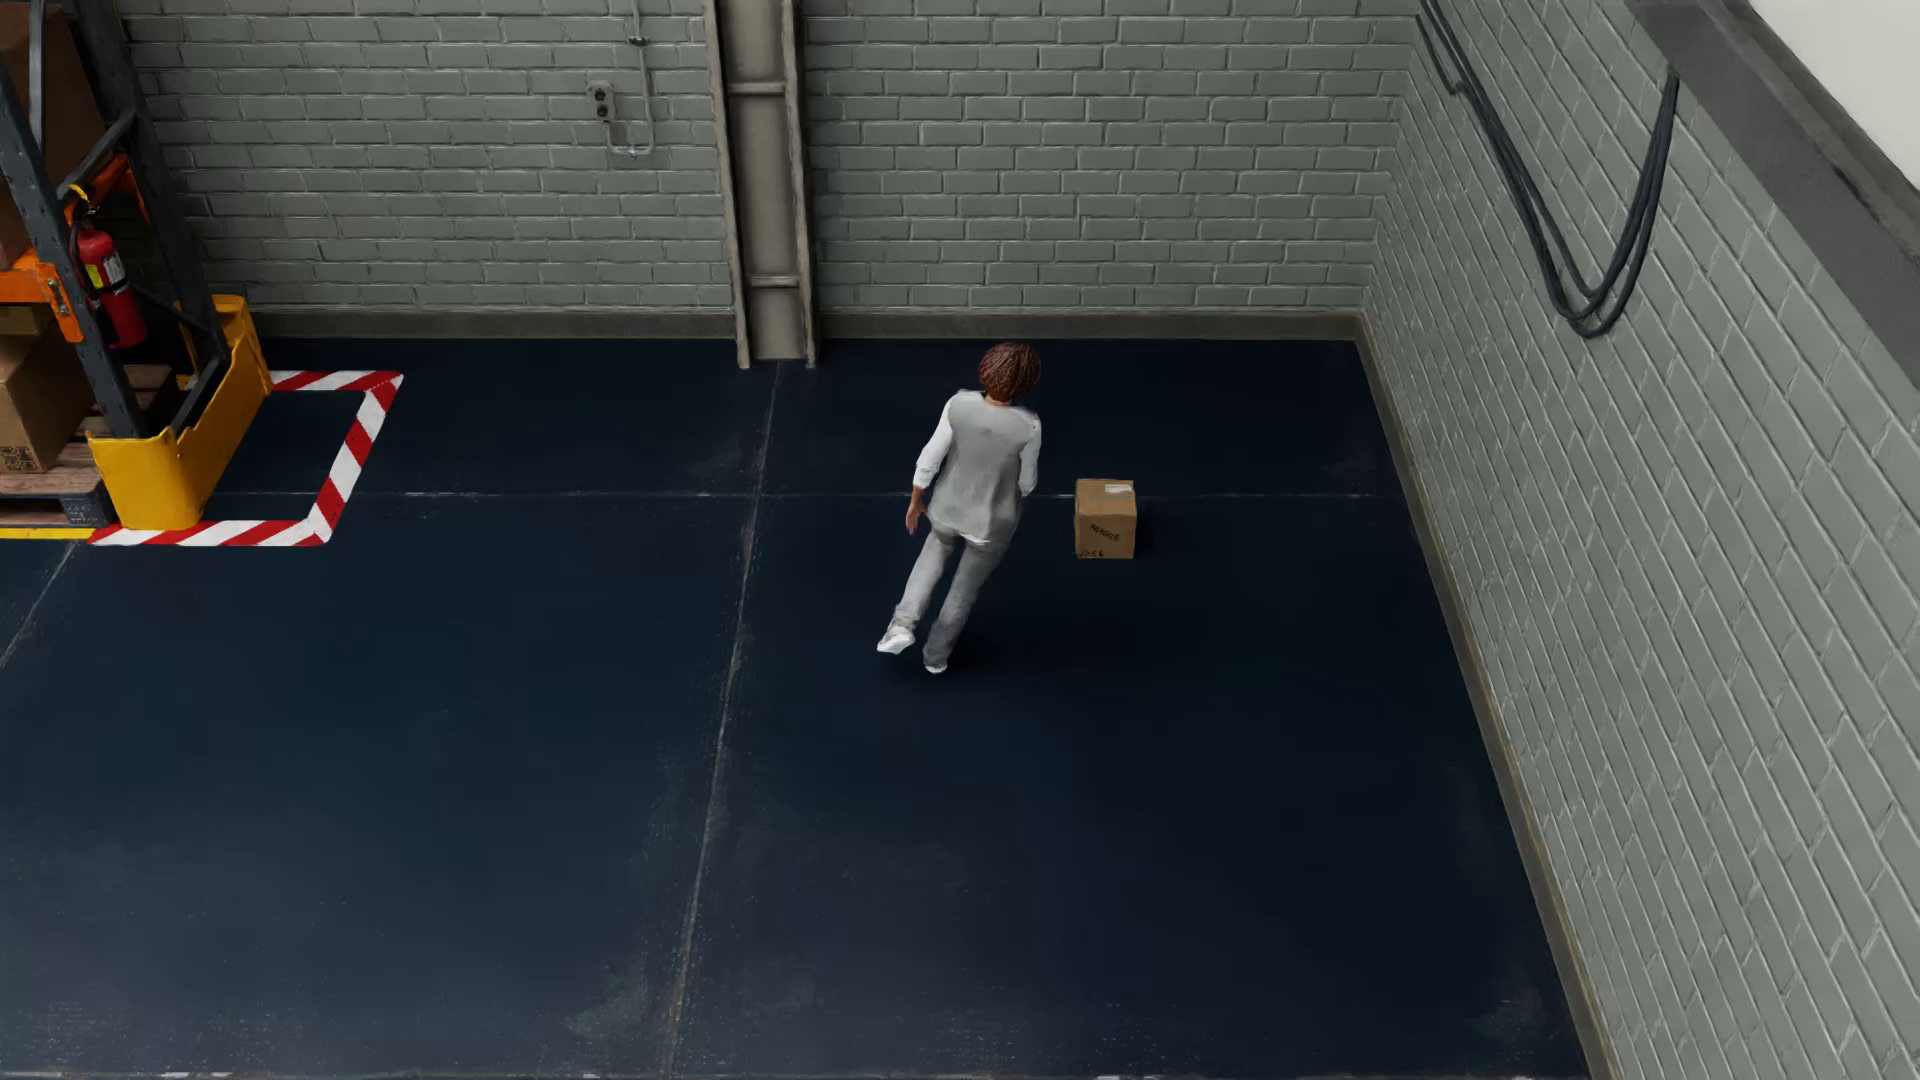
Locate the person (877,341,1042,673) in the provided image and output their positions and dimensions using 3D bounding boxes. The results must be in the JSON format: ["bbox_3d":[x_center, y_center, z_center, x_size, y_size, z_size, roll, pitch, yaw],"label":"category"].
[{"bbox_3d":[-0.001,-0.095,6.273,0.612,1.560,0.449,13,42,15],"label":"person"}]
